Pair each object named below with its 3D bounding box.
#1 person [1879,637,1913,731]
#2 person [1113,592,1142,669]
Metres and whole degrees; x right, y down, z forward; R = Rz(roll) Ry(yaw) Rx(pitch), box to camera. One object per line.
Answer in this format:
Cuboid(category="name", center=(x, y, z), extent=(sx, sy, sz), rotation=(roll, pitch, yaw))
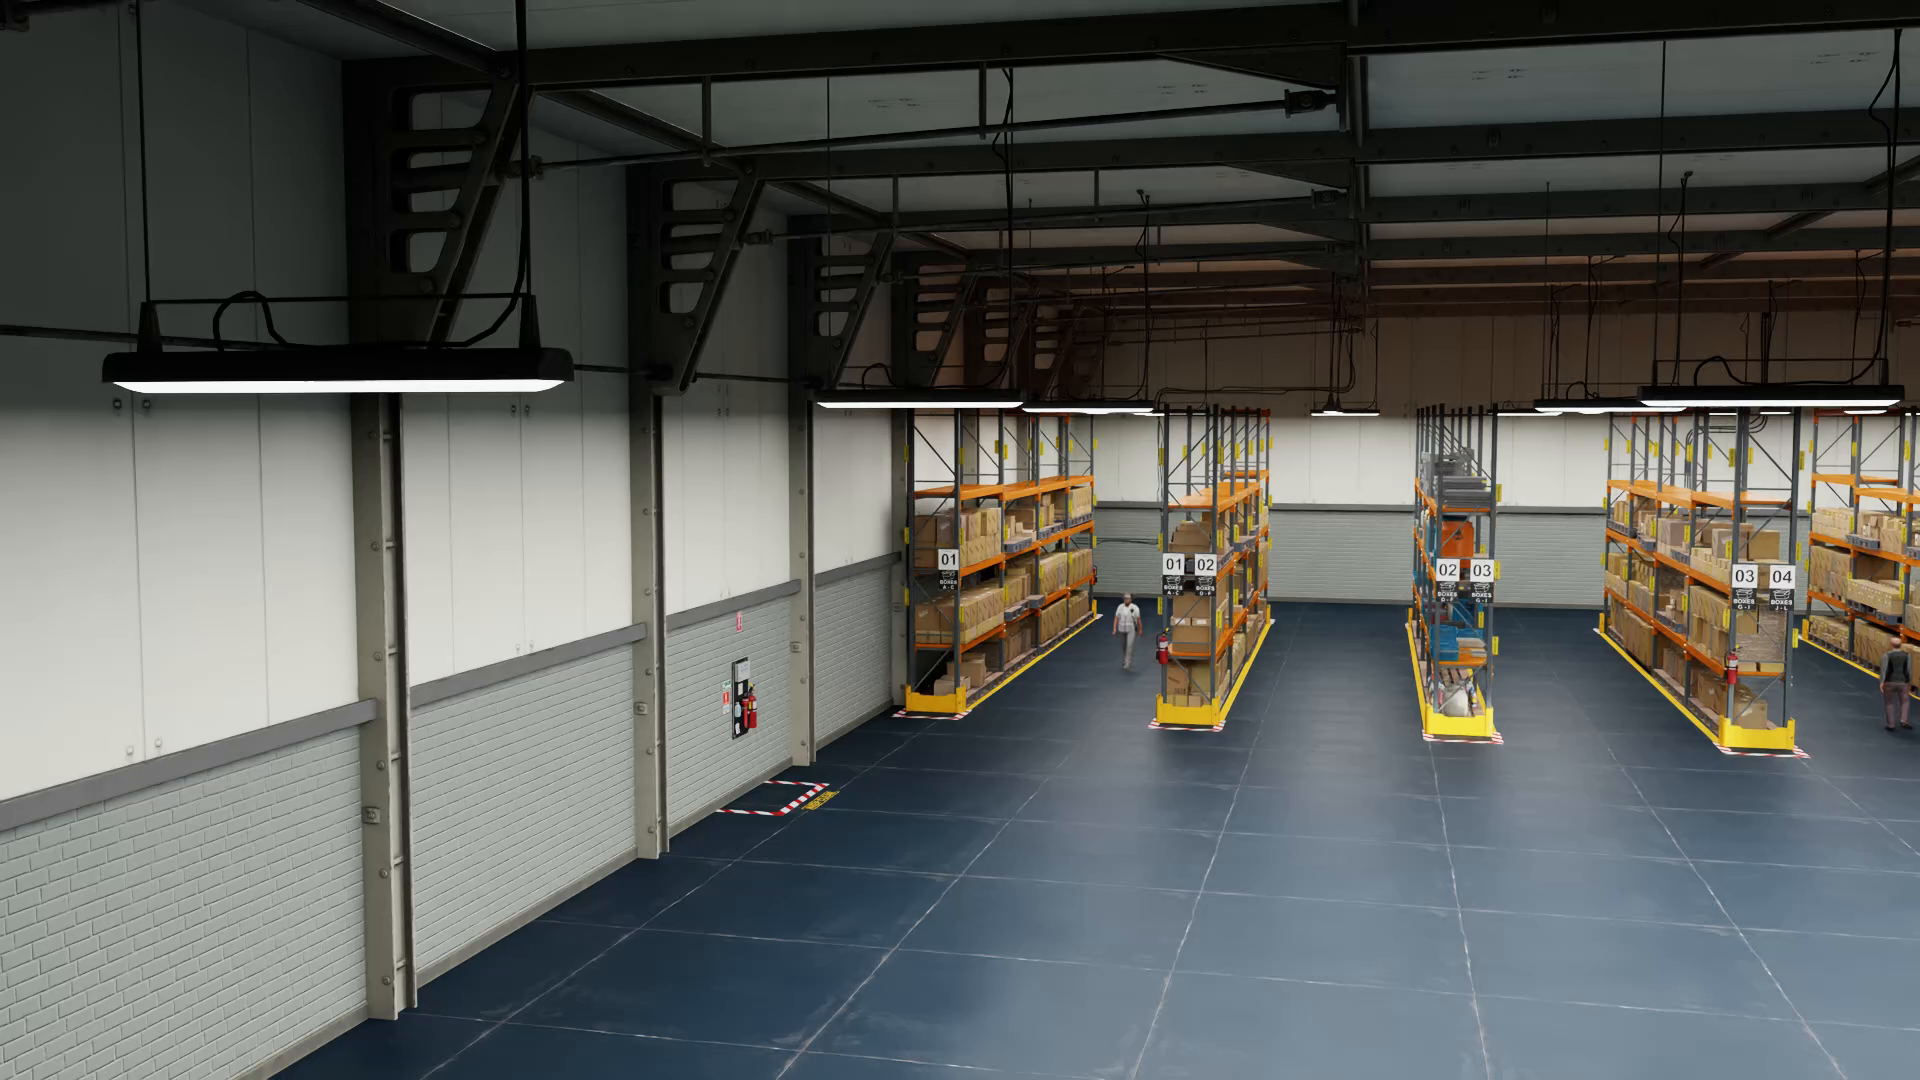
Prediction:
Cuboid(category="person", center=(17.172, 2.649, 30.506), extent=(0.566, 1.720, 0.537), rotation=(1, 4, 14))
Cuboid(category="person", center=(3.845, 2.053, 38.269), extent=(0.593, 1.708, 1.085), rotation=(2, 5, 23))
